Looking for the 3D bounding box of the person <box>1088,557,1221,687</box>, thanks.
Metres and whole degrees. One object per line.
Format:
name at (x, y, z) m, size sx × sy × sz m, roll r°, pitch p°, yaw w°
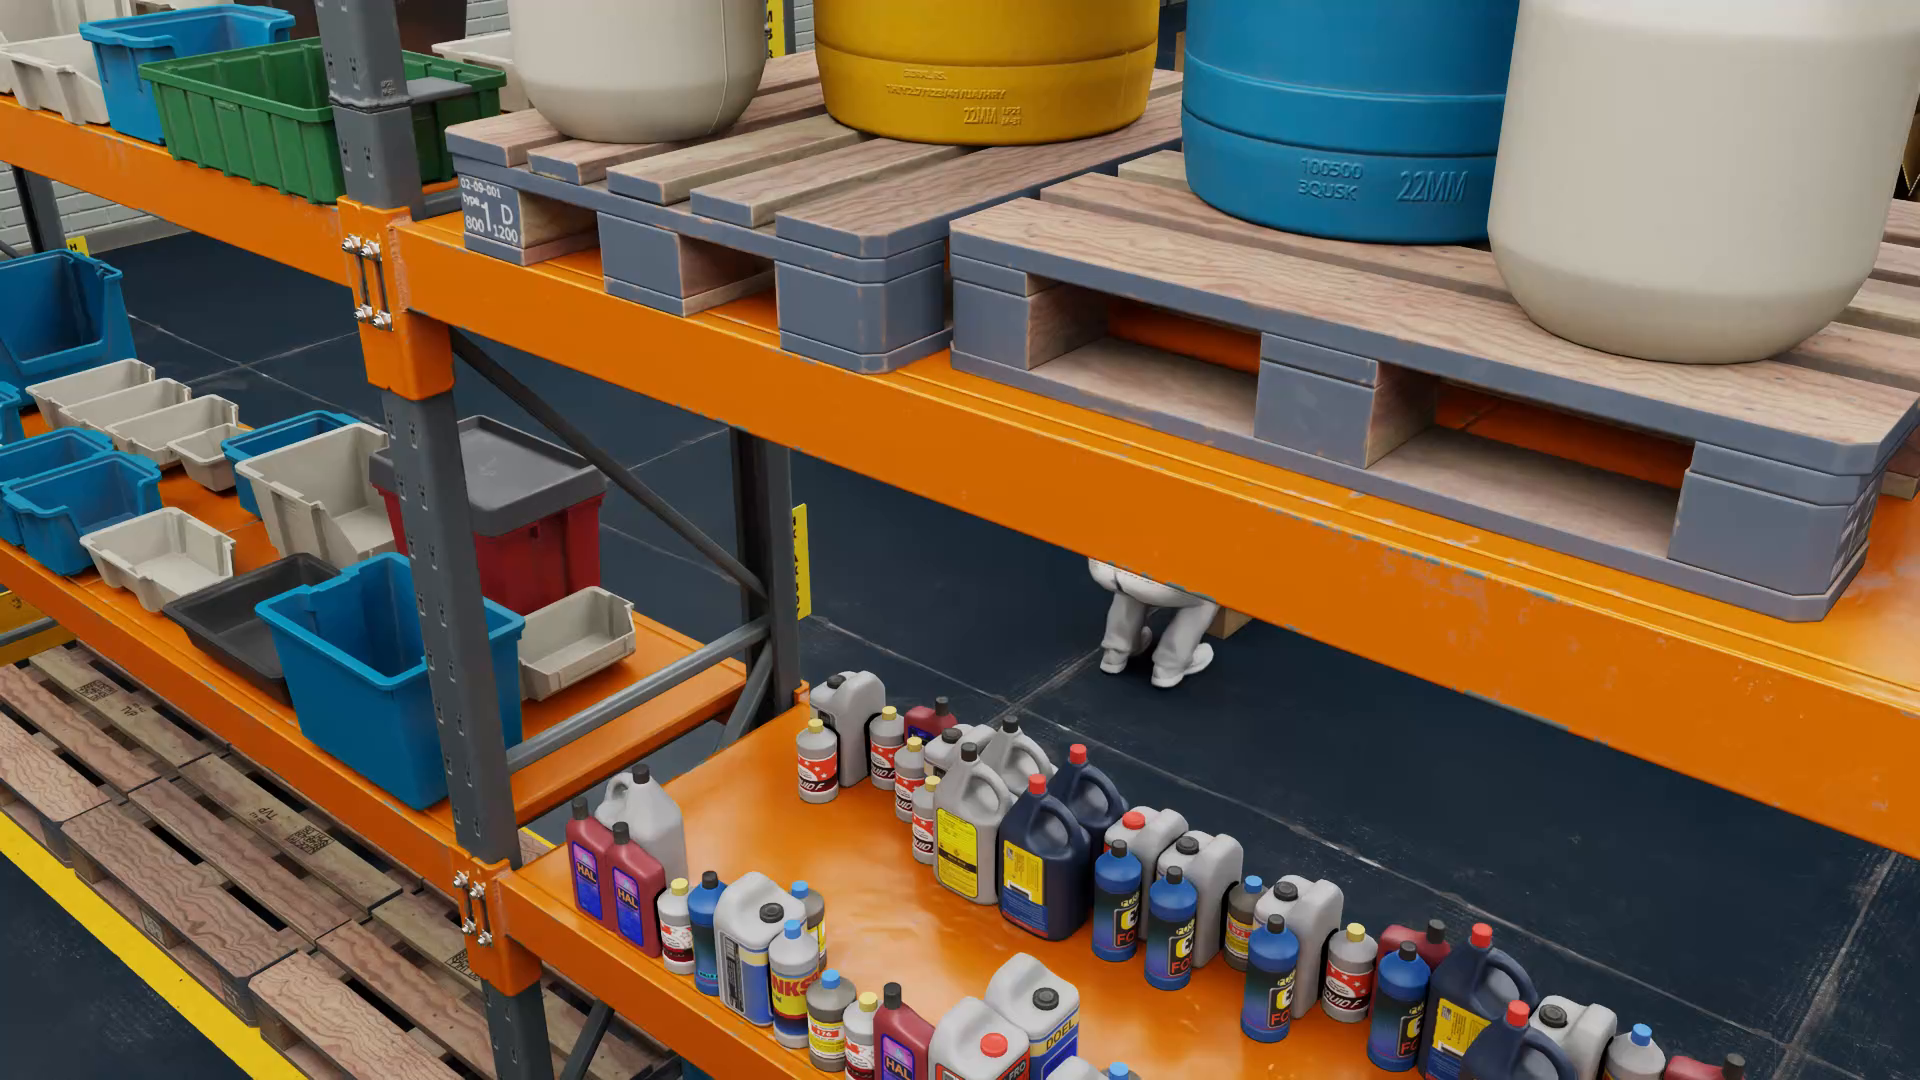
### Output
person at (0.865, 0.063, 6.909) m, size 0.601 × 0.964 × 0.885 m, roll 20°, pitch 33°, yaw 34°
